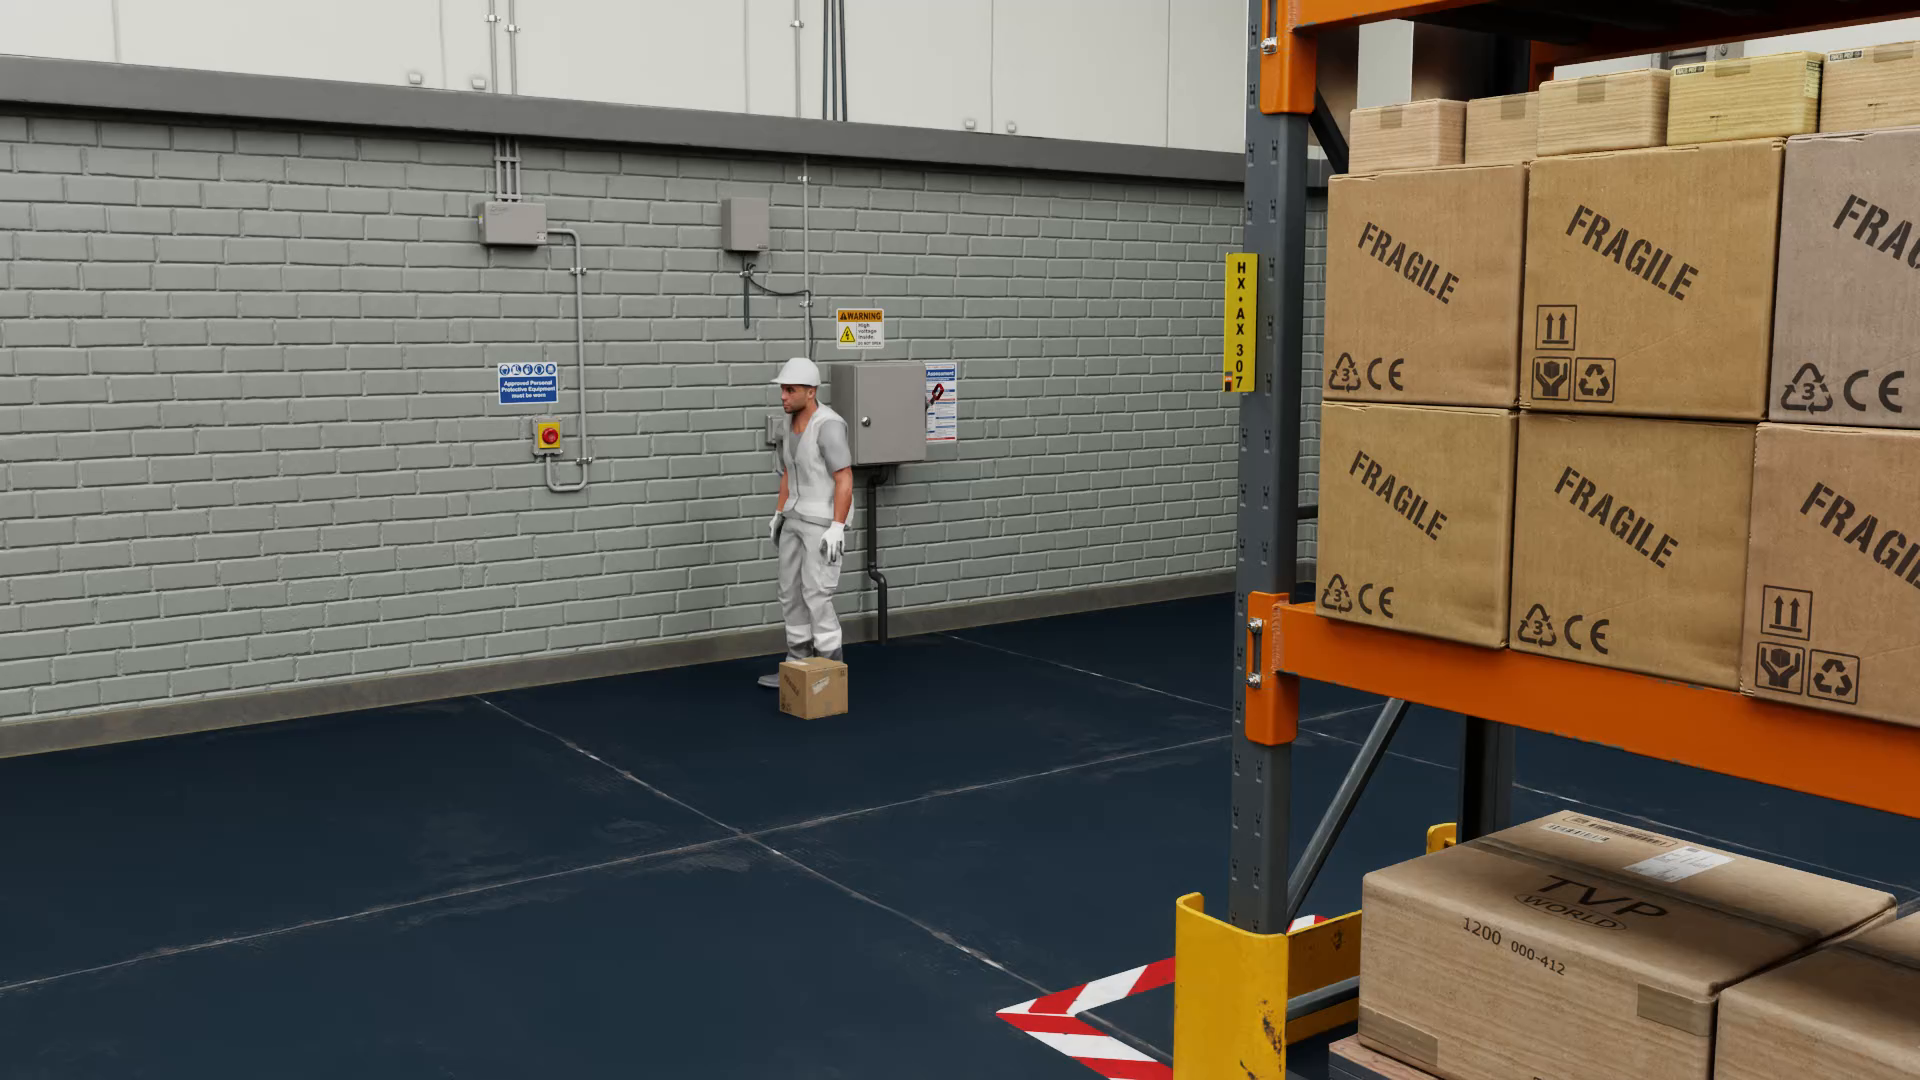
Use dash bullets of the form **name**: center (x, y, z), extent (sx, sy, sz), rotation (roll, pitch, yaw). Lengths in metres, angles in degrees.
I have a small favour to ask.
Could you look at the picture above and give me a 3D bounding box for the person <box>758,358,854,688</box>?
- **person**: center (-0.803, -0.068, 8.754), extent (0.451, 1.777, 0.610), rotation (-6, 10, -39)
